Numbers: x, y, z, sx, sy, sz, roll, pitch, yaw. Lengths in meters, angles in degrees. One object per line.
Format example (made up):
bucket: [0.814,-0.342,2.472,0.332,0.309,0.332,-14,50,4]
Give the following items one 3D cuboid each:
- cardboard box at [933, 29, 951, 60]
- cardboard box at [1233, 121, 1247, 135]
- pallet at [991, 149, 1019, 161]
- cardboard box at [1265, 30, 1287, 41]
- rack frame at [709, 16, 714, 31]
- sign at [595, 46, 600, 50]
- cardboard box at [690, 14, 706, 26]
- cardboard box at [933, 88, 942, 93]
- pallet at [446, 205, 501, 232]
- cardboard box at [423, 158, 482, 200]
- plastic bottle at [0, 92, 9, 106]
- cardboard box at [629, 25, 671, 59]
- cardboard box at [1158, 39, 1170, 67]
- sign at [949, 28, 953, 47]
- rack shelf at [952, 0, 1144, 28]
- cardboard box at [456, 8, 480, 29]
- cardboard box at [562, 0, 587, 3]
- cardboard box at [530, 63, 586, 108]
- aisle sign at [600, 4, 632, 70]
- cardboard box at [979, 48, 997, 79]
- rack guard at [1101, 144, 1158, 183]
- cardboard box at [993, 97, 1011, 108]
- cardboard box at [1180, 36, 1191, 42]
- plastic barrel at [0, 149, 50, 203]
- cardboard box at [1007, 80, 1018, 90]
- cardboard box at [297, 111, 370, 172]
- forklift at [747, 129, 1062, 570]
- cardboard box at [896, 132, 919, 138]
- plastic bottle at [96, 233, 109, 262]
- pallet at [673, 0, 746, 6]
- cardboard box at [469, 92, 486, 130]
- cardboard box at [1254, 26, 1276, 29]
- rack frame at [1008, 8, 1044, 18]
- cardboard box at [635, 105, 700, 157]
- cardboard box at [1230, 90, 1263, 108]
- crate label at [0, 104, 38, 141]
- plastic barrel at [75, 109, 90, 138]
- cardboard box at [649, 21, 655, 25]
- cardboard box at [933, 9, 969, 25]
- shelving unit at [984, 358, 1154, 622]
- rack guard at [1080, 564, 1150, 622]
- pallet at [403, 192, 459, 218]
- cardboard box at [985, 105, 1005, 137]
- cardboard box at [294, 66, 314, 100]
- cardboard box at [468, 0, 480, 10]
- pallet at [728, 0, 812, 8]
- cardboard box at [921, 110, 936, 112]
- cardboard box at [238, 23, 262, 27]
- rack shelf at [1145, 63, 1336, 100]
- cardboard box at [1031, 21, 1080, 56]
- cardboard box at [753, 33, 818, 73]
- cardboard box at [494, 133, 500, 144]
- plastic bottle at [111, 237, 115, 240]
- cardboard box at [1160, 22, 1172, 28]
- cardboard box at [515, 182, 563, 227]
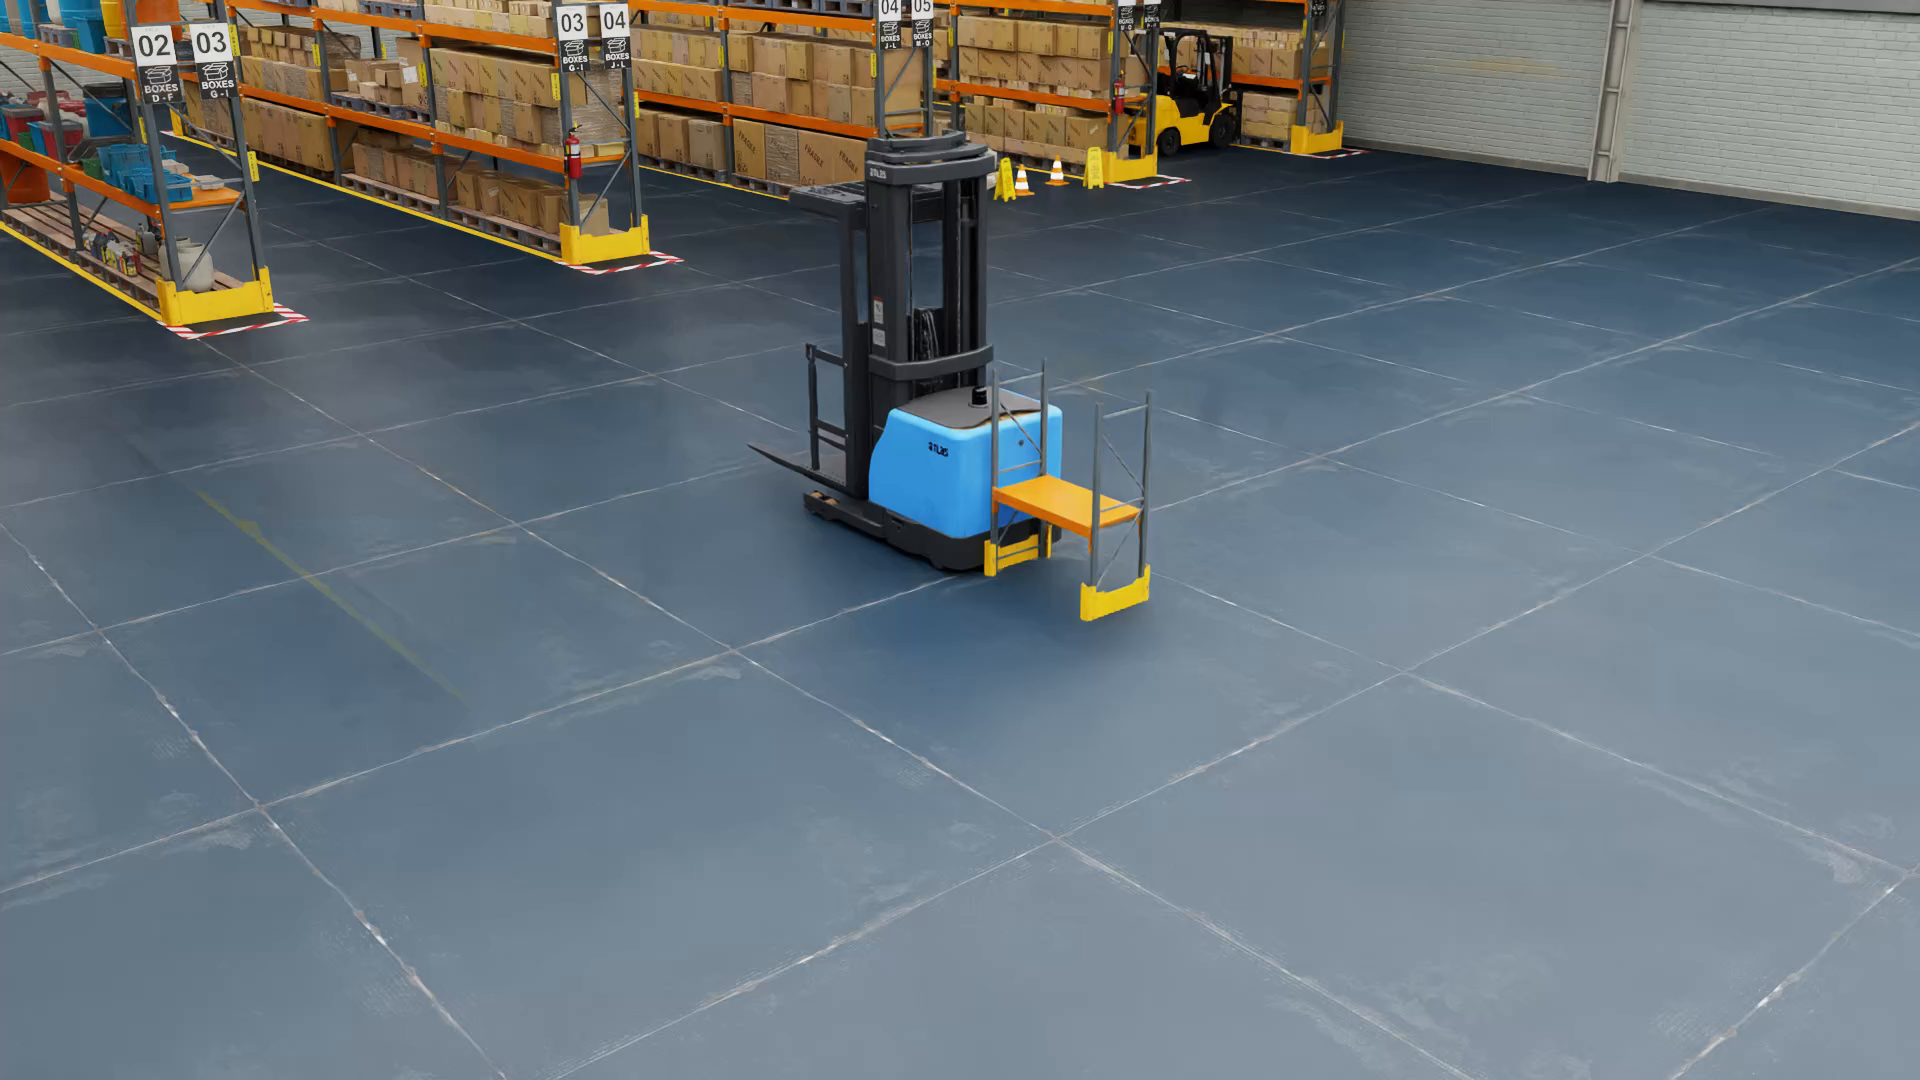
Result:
cardboard box: [-0.218,-9.048,30.351,0.500,0.500,0.500,-18,28,-38]
cardboard box: [5.443,-7.922,31.791,0.500,0.250,0.500,-17,27,-37]
pallet: [0.722,-7.119,30.370,1.003,0.211,1.213,-17,27,-37]
cardboard box: [5.857,-9.334,30.768,0.380,0.149,0.250,-17,27,-36]
rack frame: [-4.965,-10.805,35.957,1.000,3.000,0.127,-17,27,-37]
sign: [-6.443,-8.864,29.522,0.100,0.325,0.005,-17,27,-37]
cardboard box: [-5.482,-11.381,35.921,0.500,0.500,0.500,-18,28,-38]
cardboard box: [-0.384,-10.548,38.153,0.500,0.500,0.500,-18,28,-39]
pallet: [-6.785,-4.760,24.347,1.003,0.211,1.213,-17,27,-37]
cardboard box: [-7.635,-5.451,25.112,0.500,0.500,0.700,20,29,41]
plastic bottle: [-14.685,-6.690,25.518,0.144,0.351,0.185,-17,27,-37]
cardboard box: [-5.421,-8.739,29.176,0.700,0.500,0.500,-18,28,-38]
cardboard box: [4.107,-9.639,32.843,0.500,0.500,0.500,-18,28,-39]
sign: [-0.161,-9.000,29.762,0.100,0.325,0.005,-17,27,-37]
rack shelf: [1.563,-9.103,28.487,1.077,0.370,4.000,-17,27,-37]
cardboard box: [-6.485,-7.092,22.570,0.500,0.250,0.500,-19,28,-39]
cardboard box: [-4.998,-6.909,21.556,0.380,0.149,0.250,-18,28,-38]
cardboard box: [-5.186,-5.874,21.452,0.500,0.500,0.500,-17,27,-37]
aisle sign: [-4.372,-6.395,21.133,0.394,0.787,0.004,-17,27,-37]
cardboard box: [0.678,-8.458,29.421,0.500,0.500,0.500,-18,27,-38]
rack guard: [2.818,-6.346,28.001,1.175,0.500,0.348,-17,27,-37]
cardboard box: [0.811,-7.743,29.417,0.380,0.149,0.250,-16,27,-35]
cardboard box: [4.490,-9.752,32.244,0.380,0.149,0.250,-17,27,-36]
plastic barrel: [-13.946,-5.477,24.755,0.600,0.830,0.708,-17,27,-37]
cardboard box: [1.048,-7.958,29.034,0.380,0.149,0.250,-17,27,-37]
cardboard box: [-10.296,-6.742,27.922,1.225,0.875,0.875,-19,28,-40]
forklift: [-0.570,-1.618,12.595,1.130,2.935,3.031,-17,27,-36]
cardboard box: [-1.072,-7.351,29.528,0.500,0.500,0.500,-17,27,-37]
plastic bottle: [-10.667,-3.654,20.728,0.144,0.351,0.185,-19,28,-40]
pallet: [-4.063,-8.937,27.338,0.805,0.209,1.217,-19,28,-39]
cardboard box: [-6.301,-6.020,23.197,0.875,0.500,0.500,-17,27,-37]
cardboard box: [5.802,-9.687,31.670,0.380,0.149,0.250,-18,28,-39]
rack frame: [1.404,-10.882,36.155,1.000,3.000,0.127,-17,27,-37]
cardboard box: [-5.135,-7.211,29.290,1.050,0.750,0.750,-17,27,-37]
cardboard box: [5.414,-8.382,31.596,0.500,0.250,0.500,-17,27,-37]
crate label: [-13.170,-5.839,23.230,0.502,0.435,0.616,-17,27,-37]
plastic barrel: [-11.461,-5.436,22.063,0.433,0.535,0.433,0,21,0]
cardboard box: [-6.810,-11.477,37.537,0.500,0.500,0.500,-18,27,-38]
cardboard box: [-0.210,-11.682,37.485,0.700,0.500,0.500,-18,27,-38]
shelving unit: [0.734,-0.371,11.374,0.587,1.500,1.083,-17,27,-36]
rack guard: [1.051,0.351,11.244,0.587,0.250,0.087,-17,27,-36]
pallet: [-7.760,-5.151,25.347,1.003,0.211,1.213,-17,27,-37]
cardboard box: [0.796,-7.486,29.651,0.500,0.500,0.500,-16,27,-35]
cardboard box: [-10.692,-7.603,27.646,0.500,0.500,0.500,-18,28,-38]
cardboard box: [-6.392,-7.233,22.384,0.380,0.149,0.250,-18,28,-38]
pallet: [-2.901,-8.515,26.119,1.003,0.211,1.213,-17,27,-37]
cardboard box: [-1.014,-8.100,32.079,0.950,0.372,0.625,-16,27,-36]
cardboard box: [-13.250,-9.337,30.979,0.500,0.500,0.500,-19,28,-39]
rack shelf: [5.321,-8.889,32.053,1.077,0.370,4.000,-17,27,-37]
cardboard box: [1.634,-8.487,28.124,0.700,0.500,0.500,-18,28,-38]
cardboard box: [-2.765,-7.726,26.411,0.875,0.550,0.550,-17,27,-37]
cardboard box: [-6.151,-5.518,22.803,0.380,0.149,0.250,-17,27,-37]
plastic bottle: [-10.604,-3.657,20.847,0.097,0.271,0.097,0,21,0]
cardboard box: [3.998,-10.105,32.737,0.380,0.149,0.250,-17,27,-36]
cardboard box: [-5.845,-4.673,23.153,0.500,0.500,0.500,-14,26,-33]
